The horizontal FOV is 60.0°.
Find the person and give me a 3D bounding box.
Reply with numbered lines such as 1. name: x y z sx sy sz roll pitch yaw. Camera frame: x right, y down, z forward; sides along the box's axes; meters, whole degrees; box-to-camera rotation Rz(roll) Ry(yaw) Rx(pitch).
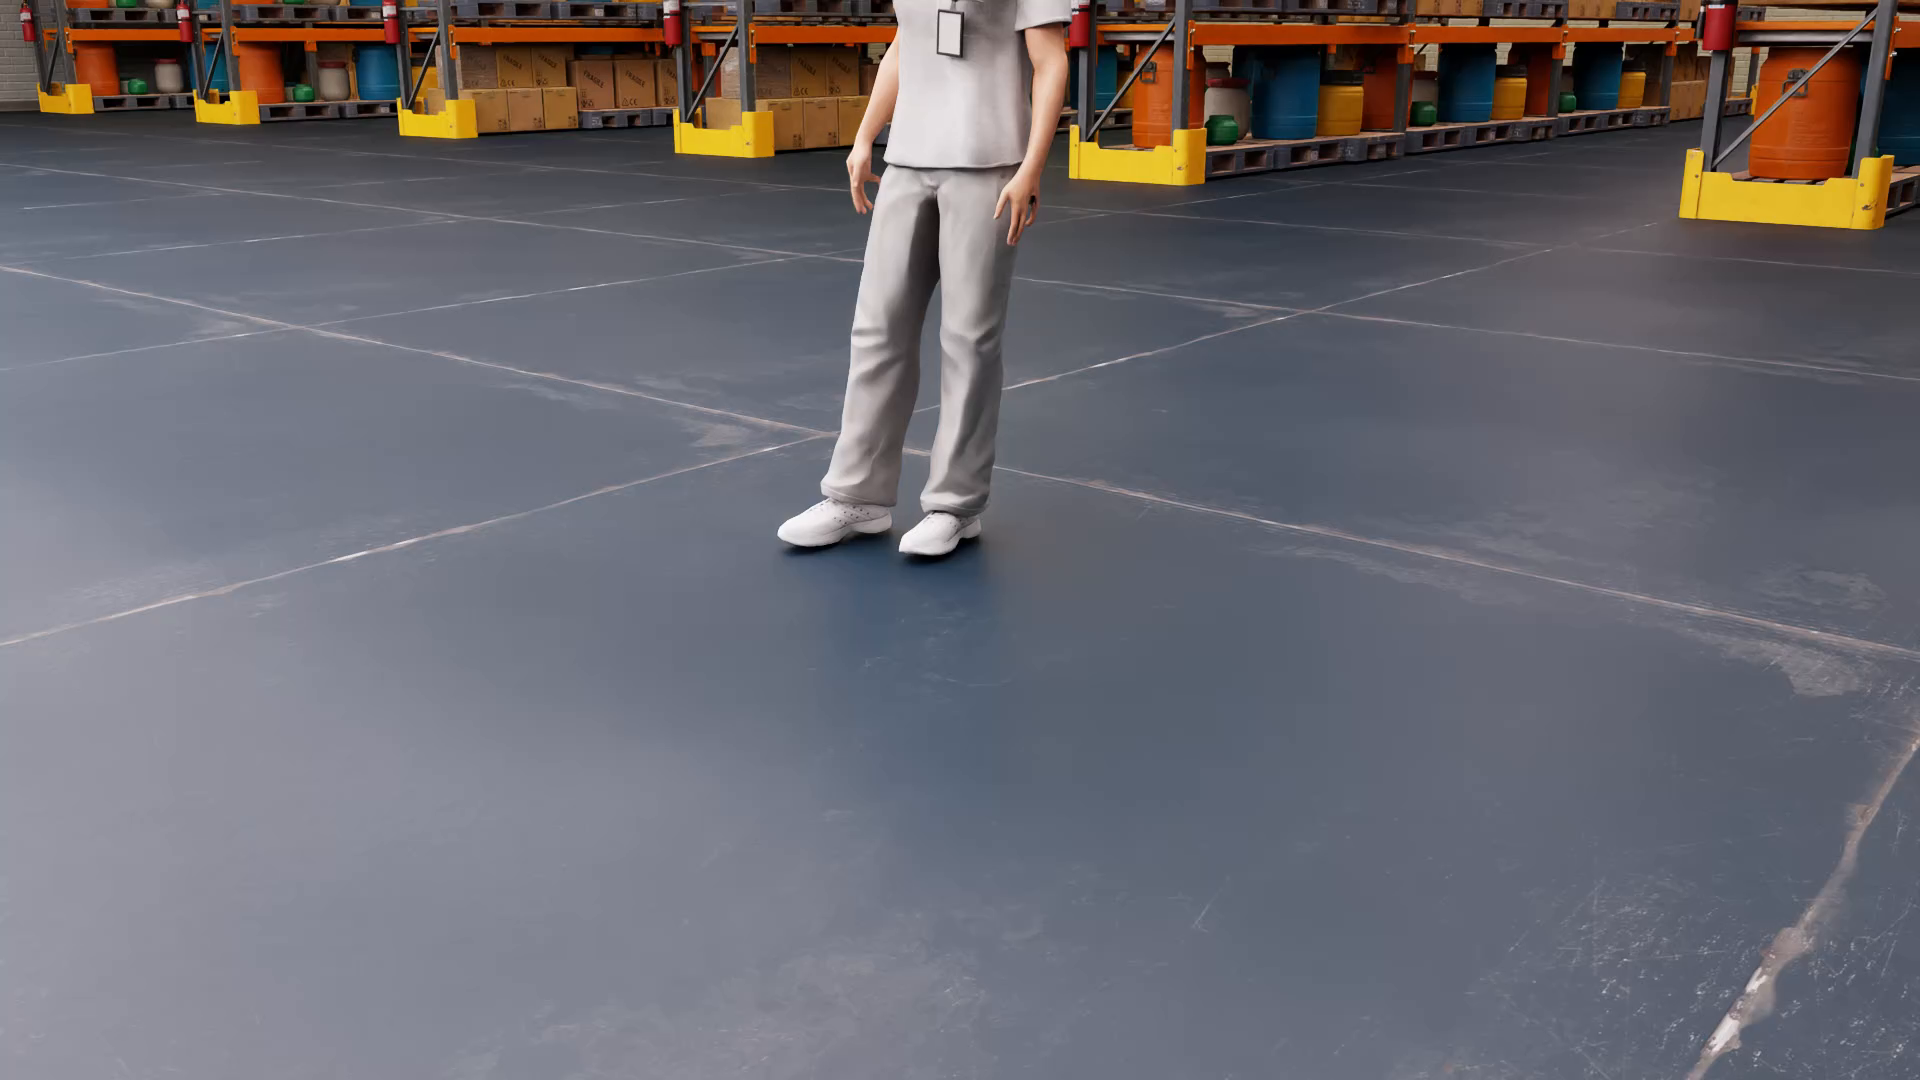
1. person: -0.058 -0.795 3.650 0.549 1.673 0.548 13 21 37
